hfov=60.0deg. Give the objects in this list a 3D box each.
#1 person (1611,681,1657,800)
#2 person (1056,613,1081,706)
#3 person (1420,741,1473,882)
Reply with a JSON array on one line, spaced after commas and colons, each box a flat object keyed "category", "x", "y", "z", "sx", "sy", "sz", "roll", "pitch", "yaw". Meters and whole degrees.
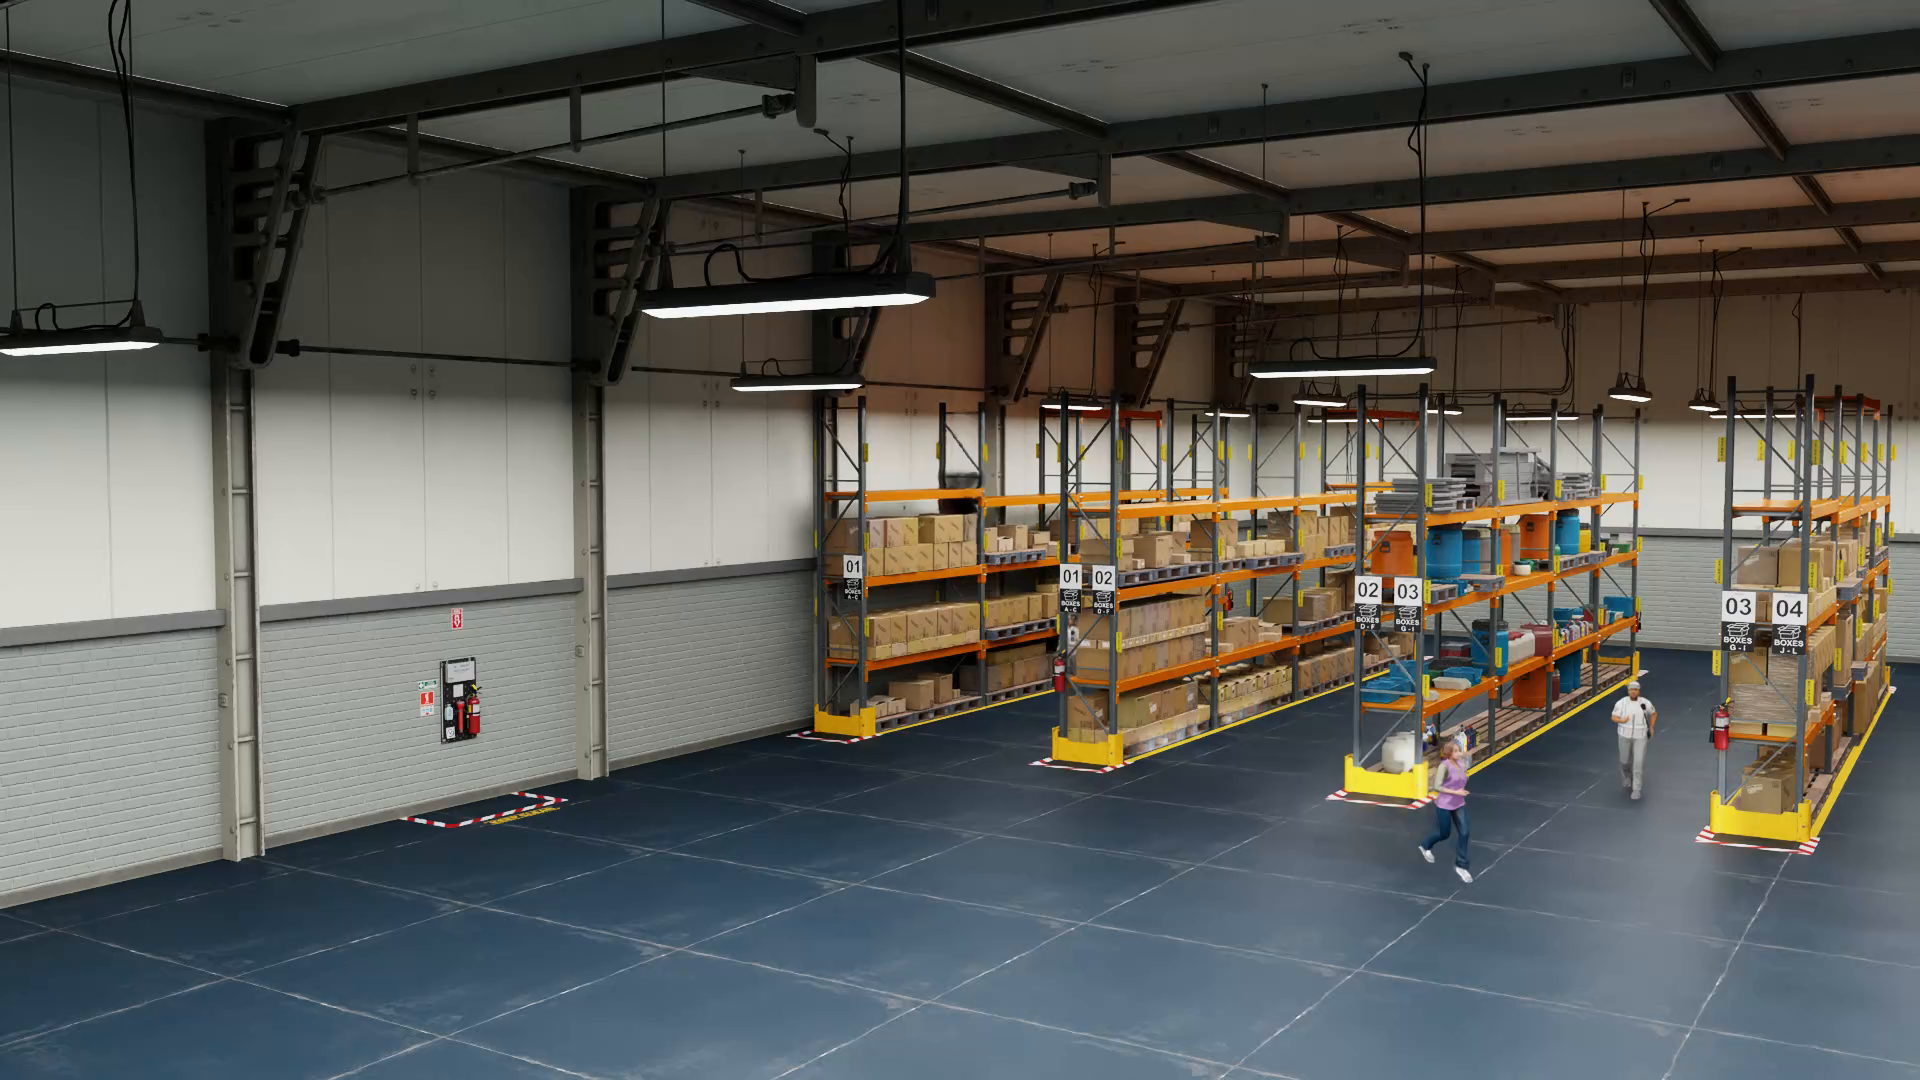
[{"category": "person", "x": 9.821, "y": 2.880, "z": 24.251, "sx": 0.607, "sy": 1.651, "sz": 0.941, "roll": 1, "pitch": 3, "yaw": 26}, {"category": "person", "x": 2.050, "y": 2.204, "z": 31.216, "sx": 0.599, "sy": 1.719, "sz": 0.801, "roll": 1, "pitch": 3, "yaw": 23}, {"category": "person", "x": 5.770, "y": 3.195, "z": 19.697, "sx": 0.569, "sy": 1.617, "sz": 0.817, "roll": -2, "pitch": 4, "yaw": -32}]
